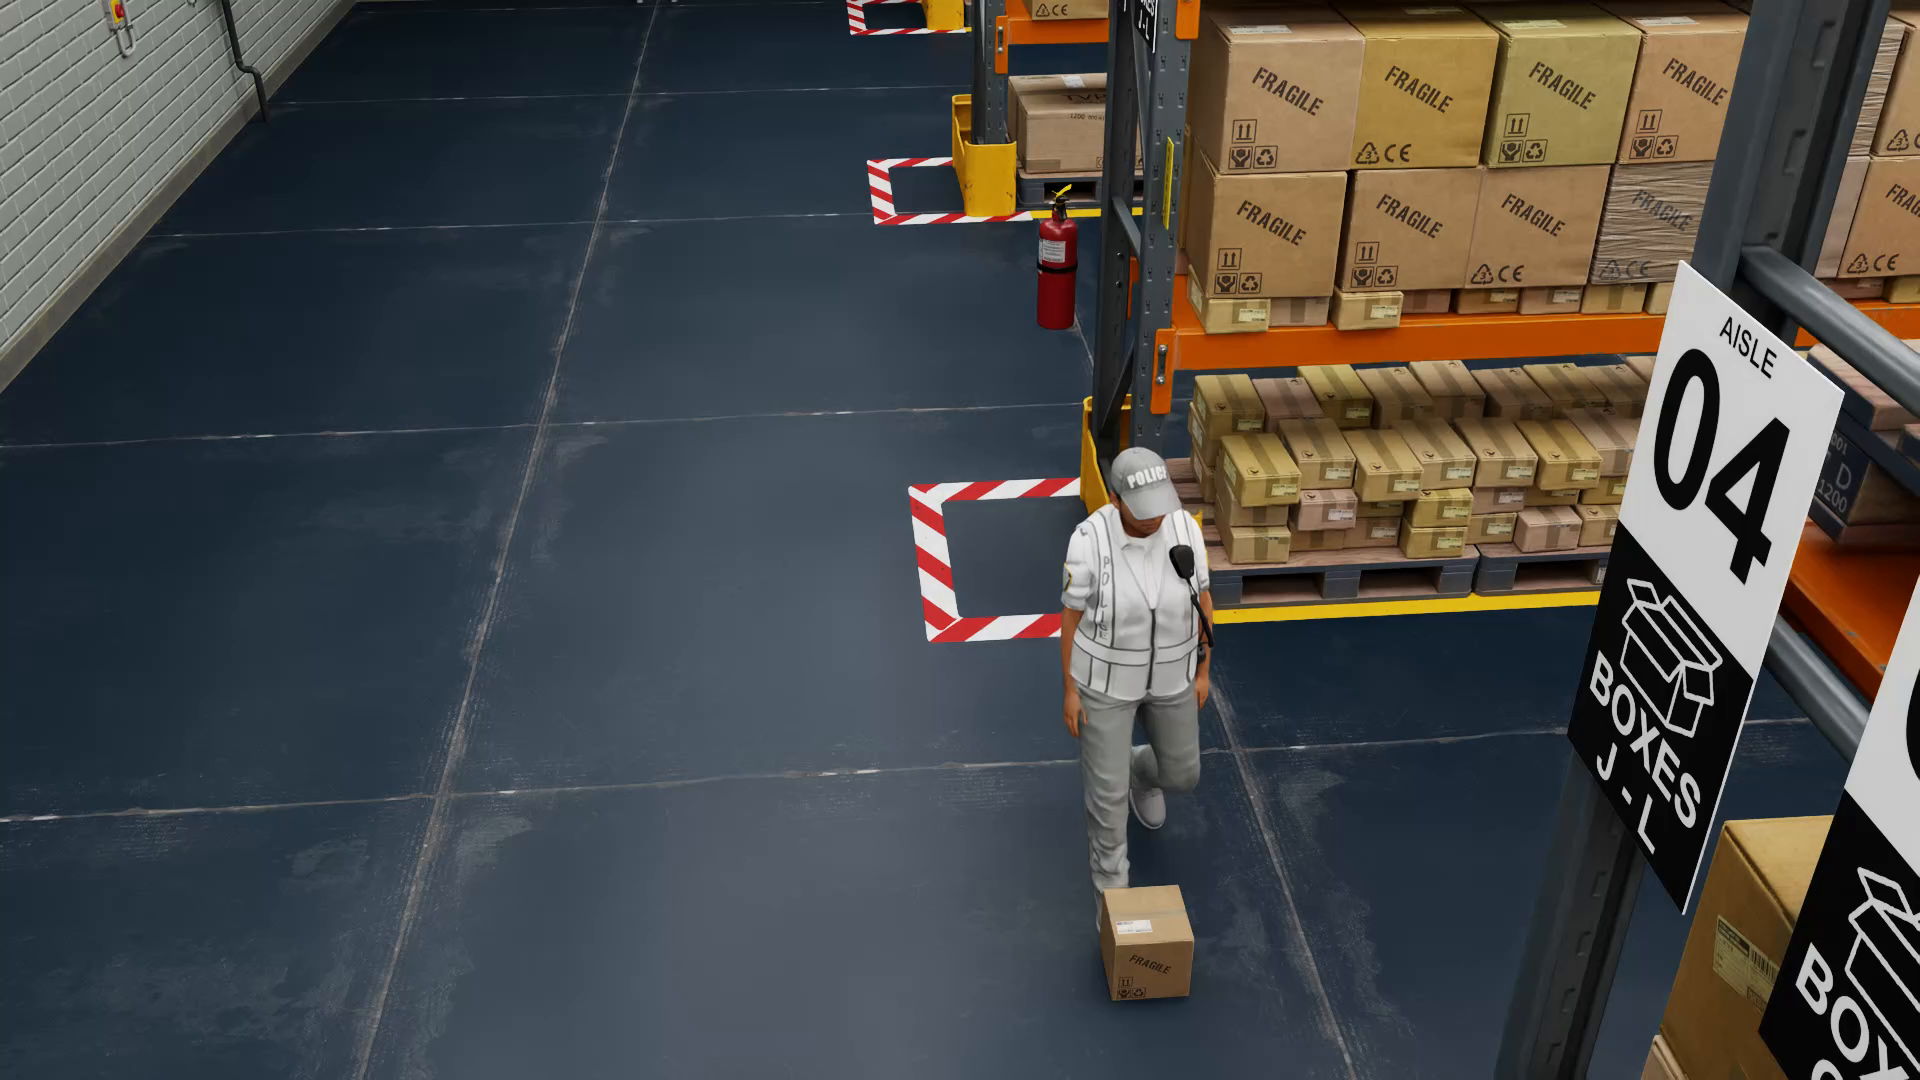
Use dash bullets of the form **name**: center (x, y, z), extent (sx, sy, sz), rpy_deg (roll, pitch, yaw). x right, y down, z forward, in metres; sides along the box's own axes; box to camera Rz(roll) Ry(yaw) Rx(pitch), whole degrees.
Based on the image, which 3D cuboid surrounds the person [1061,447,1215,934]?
- **person**: center (0.570, 0.444, 5.378), extent (0.503, 1.644, 0.739), rpy_deg (-7, 32, -11)
